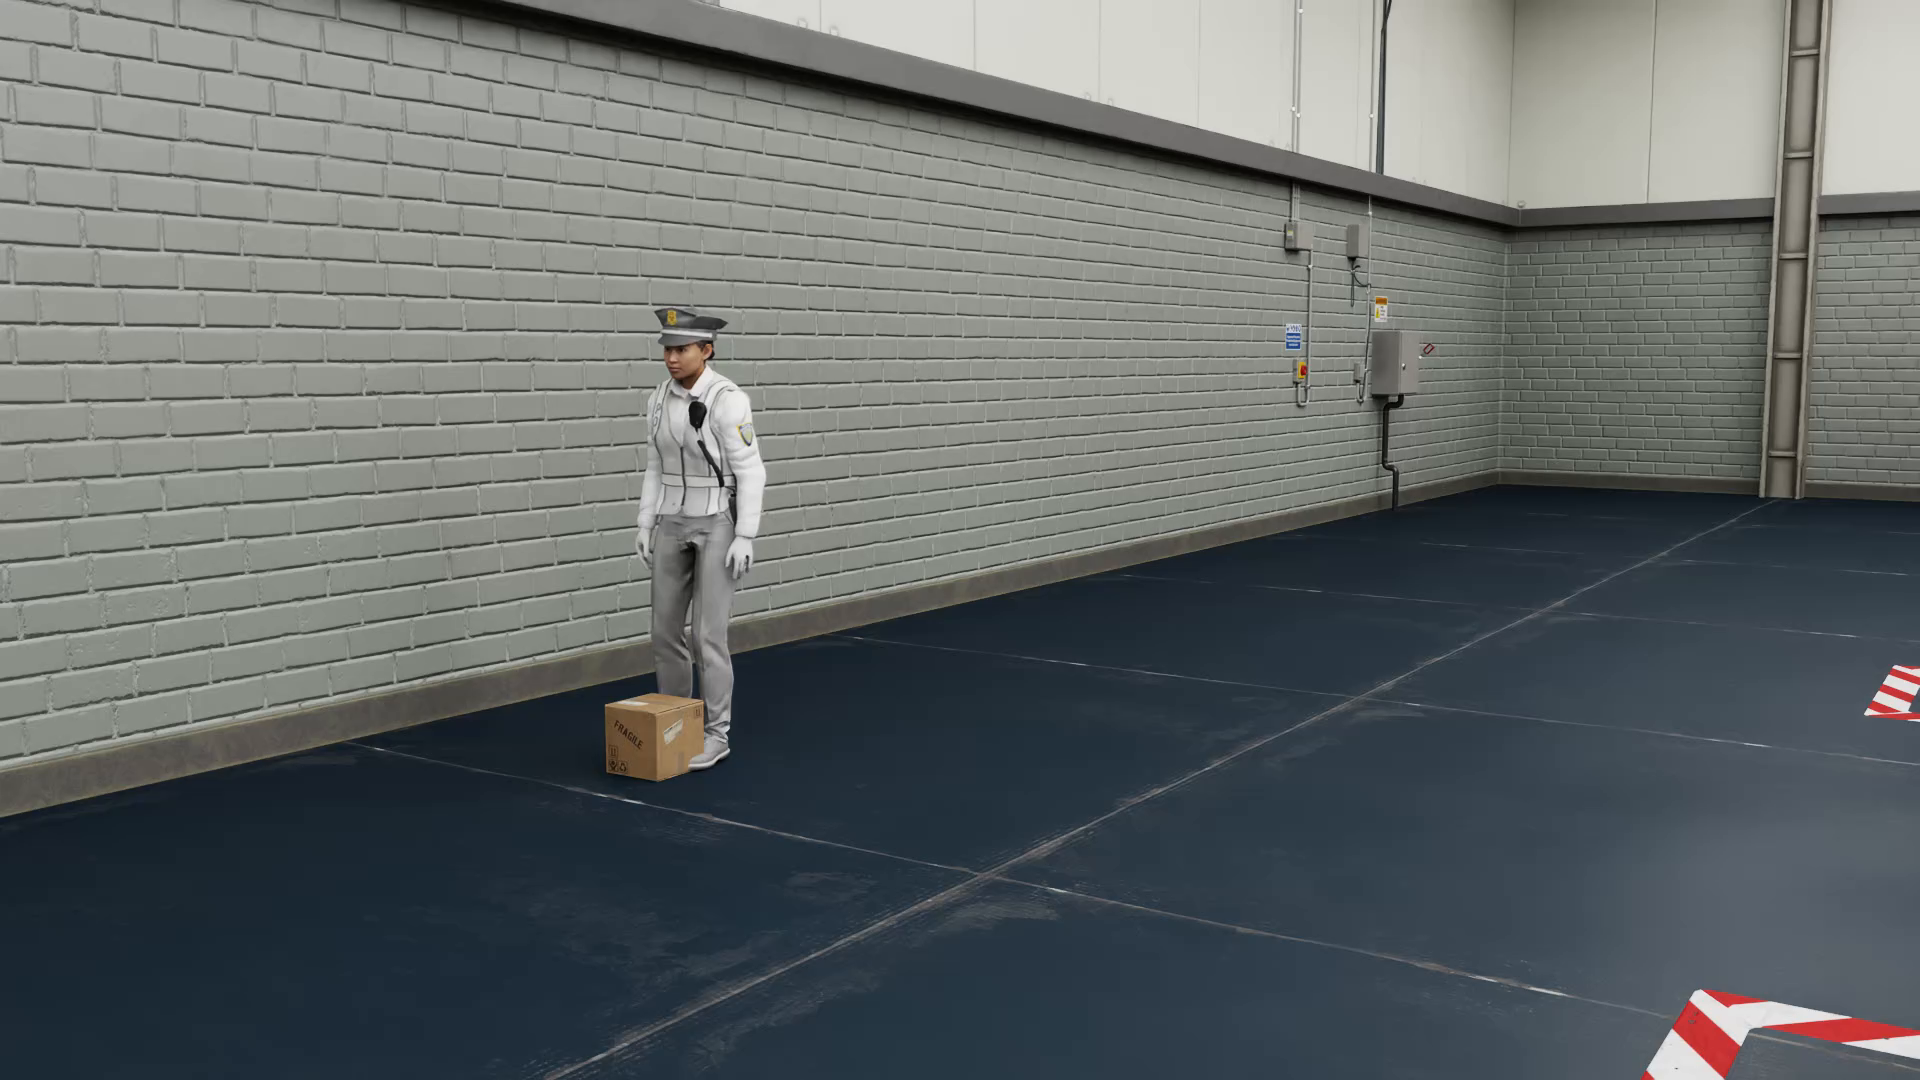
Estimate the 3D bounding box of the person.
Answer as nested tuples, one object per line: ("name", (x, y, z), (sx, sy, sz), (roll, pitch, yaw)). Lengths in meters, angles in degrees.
("person", (-0.978, -0.013, 6.108), (0.542, 1.662, 0.415), (4, 7, 30))
